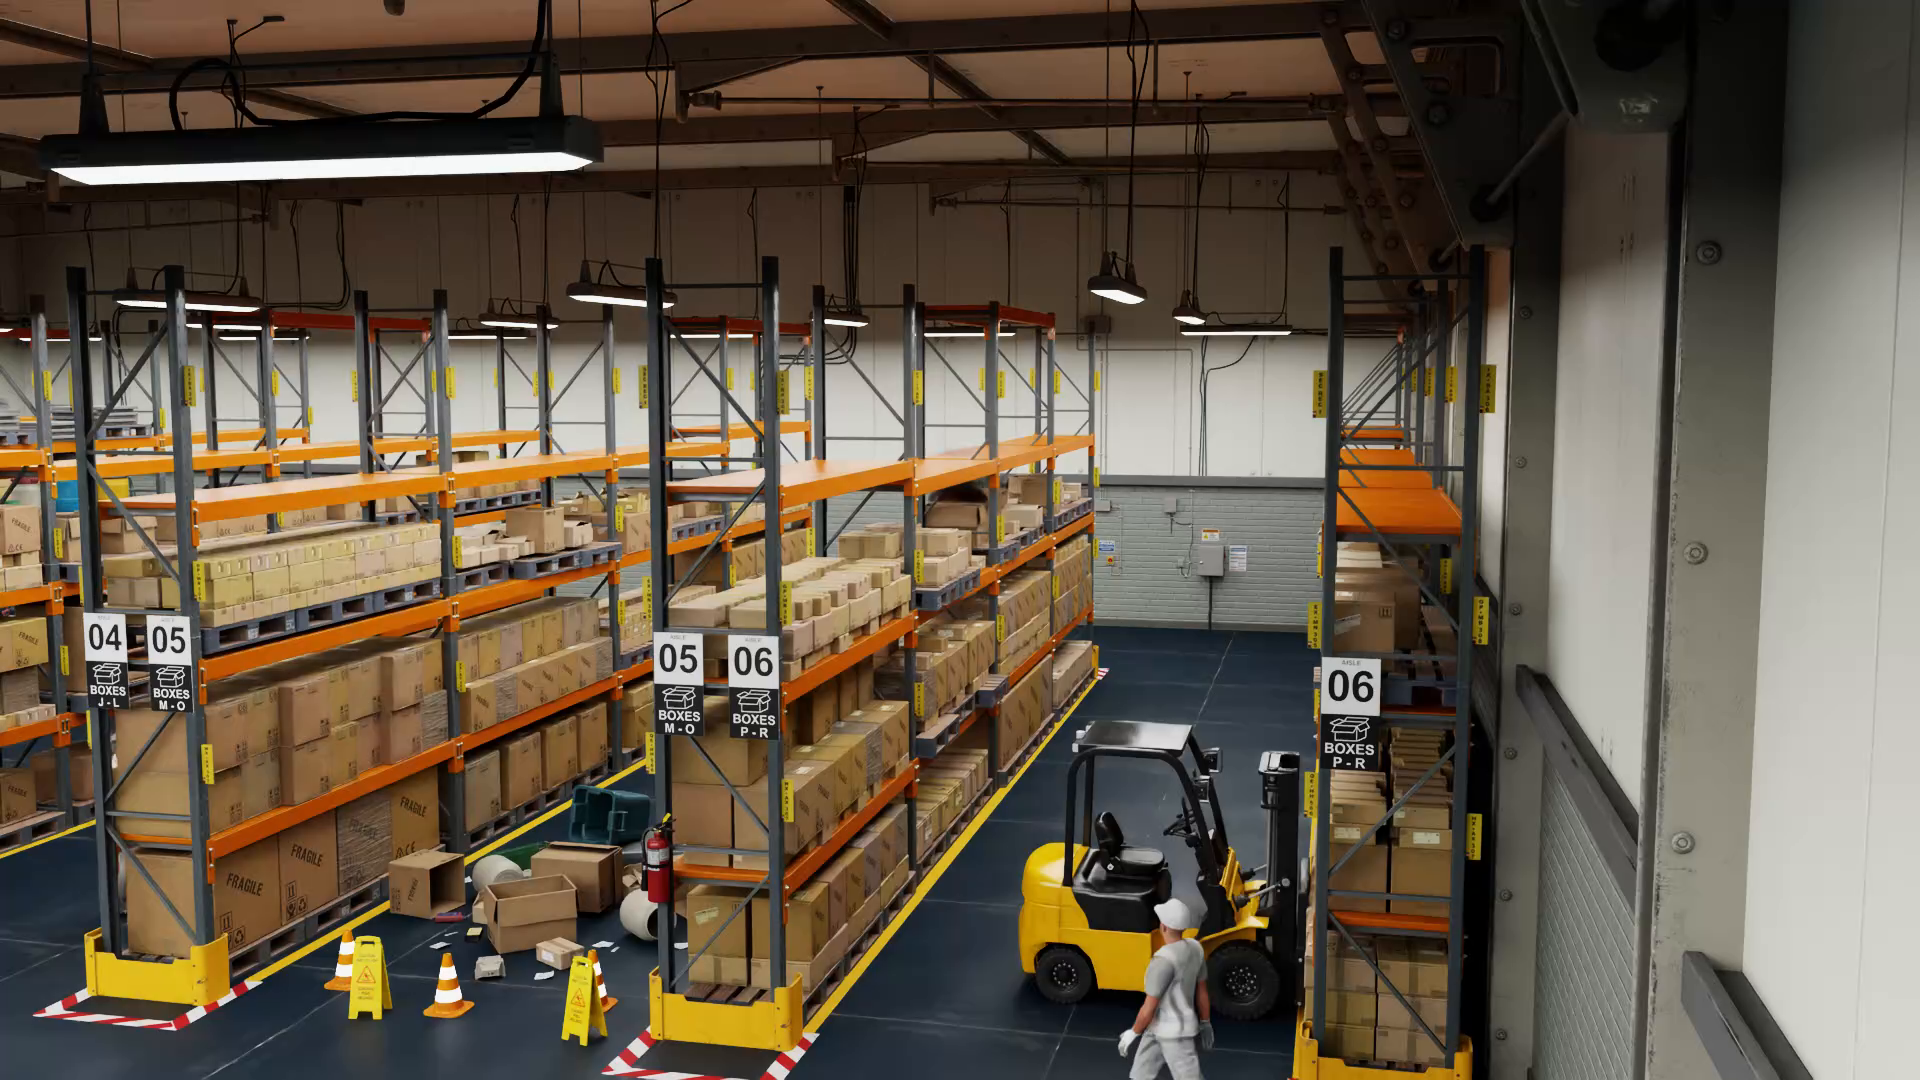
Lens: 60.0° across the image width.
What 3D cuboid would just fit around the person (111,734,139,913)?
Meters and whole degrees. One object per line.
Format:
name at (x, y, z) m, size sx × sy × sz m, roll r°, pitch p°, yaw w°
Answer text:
person at (-7.915, 2.719, 15.924) m, size 0.636 × 1.828 × 0.654 m, roll -6°, pitch 8°, yaw -44°

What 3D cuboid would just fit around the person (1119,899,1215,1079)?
person at (1.285, 3.183, 10.793) m, size 0.971 × 1.742 × 0.476 m, roll 0°, pitch 6°, yaw -3°
